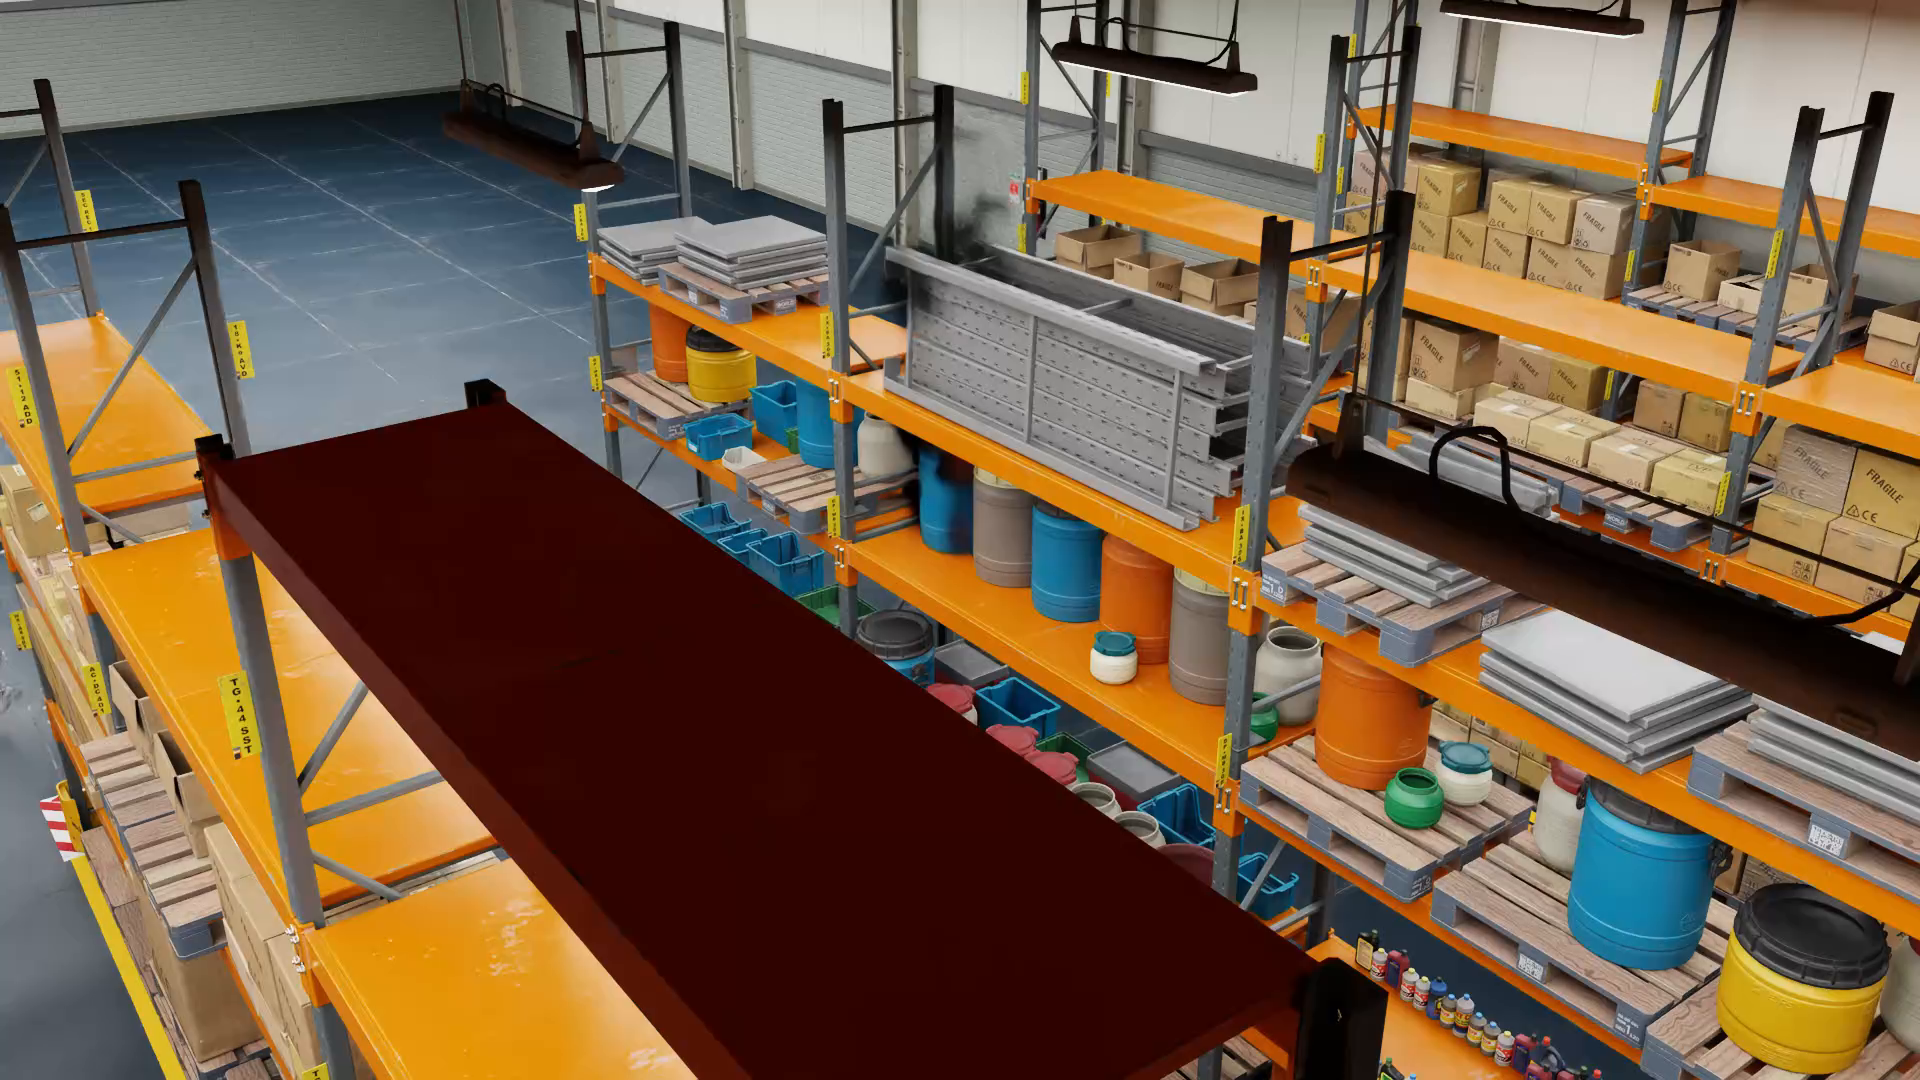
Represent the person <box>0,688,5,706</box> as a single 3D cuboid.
[{"bbox_3d":[-9.010,0.972,14.841,0.579,1.730,0.666,-1,25,-3],"label":"person"}]
